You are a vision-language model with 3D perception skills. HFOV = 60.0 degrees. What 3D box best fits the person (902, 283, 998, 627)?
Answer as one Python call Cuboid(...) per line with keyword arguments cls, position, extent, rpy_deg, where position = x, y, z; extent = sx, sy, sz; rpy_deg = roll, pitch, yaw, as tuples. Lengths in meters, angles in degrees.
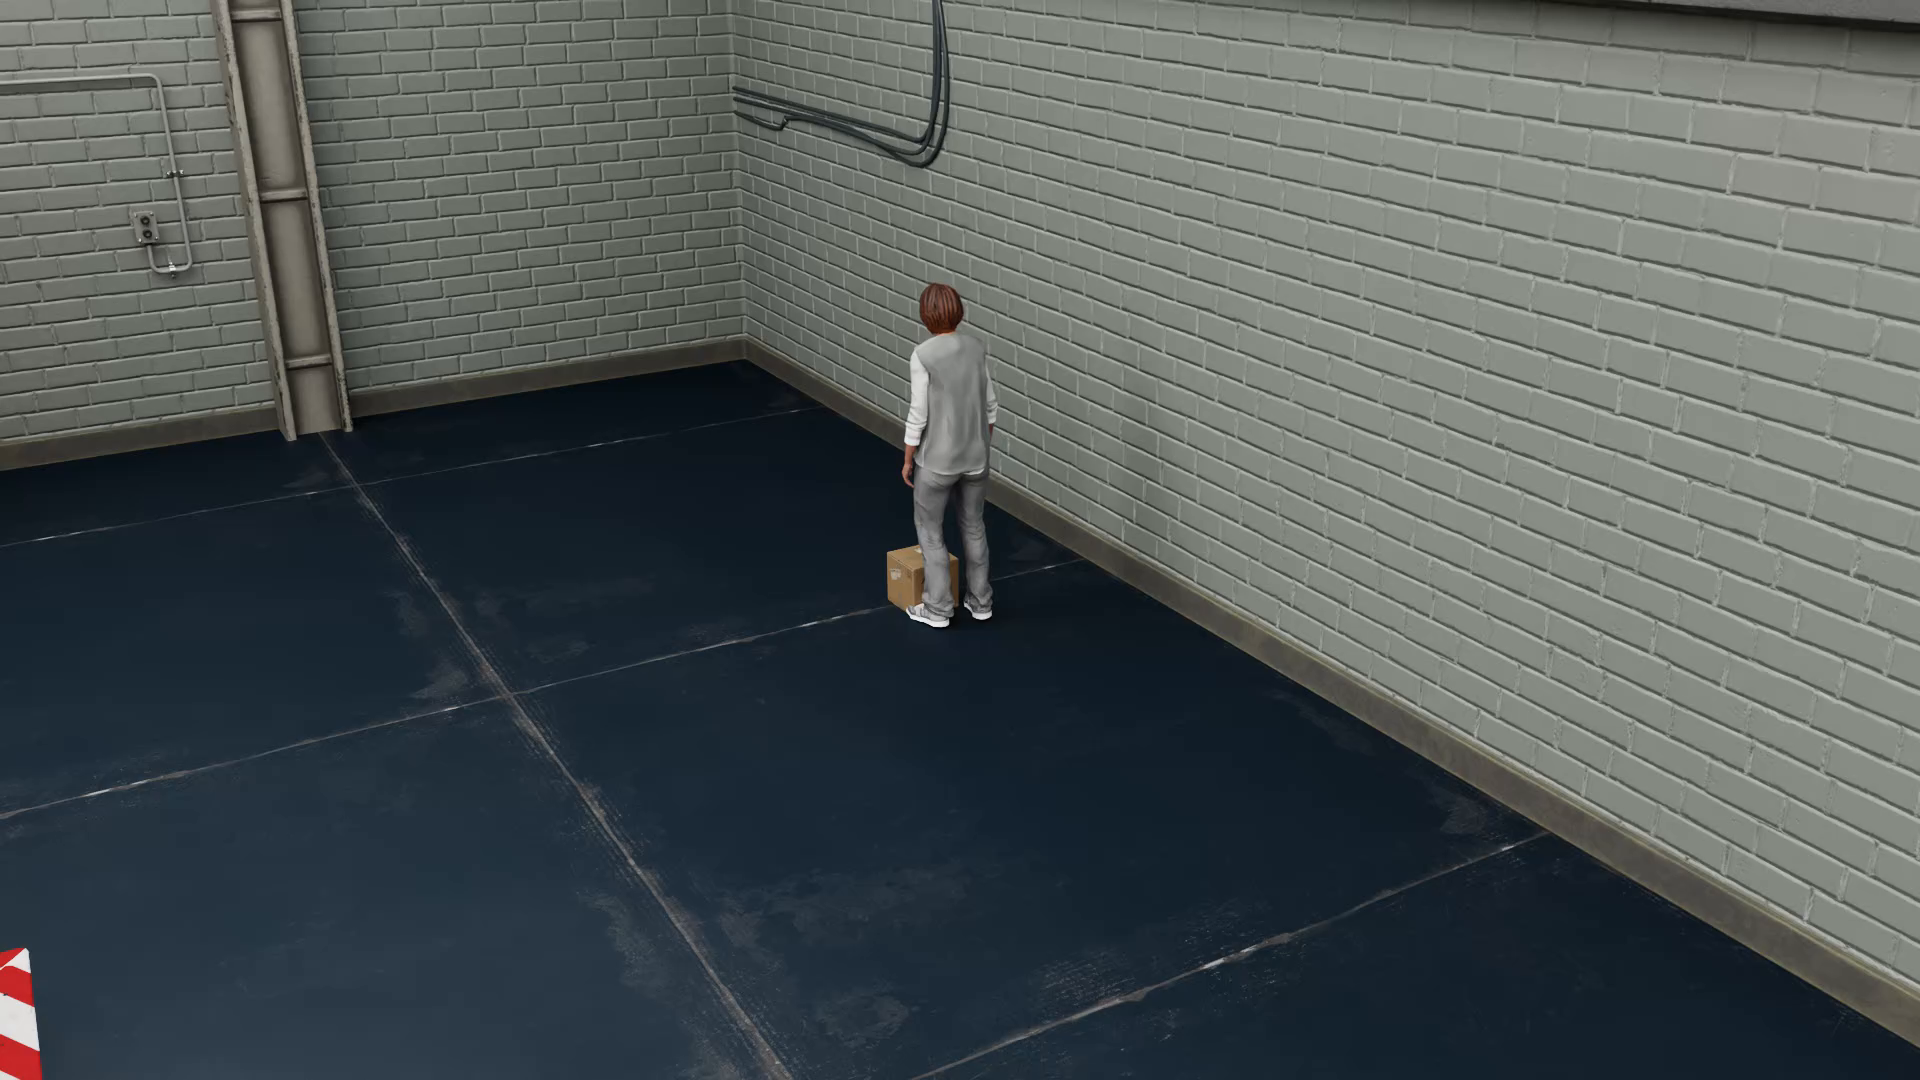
Cuboid(cls="person", position=(-0.050, -0.362, 7.495), extent=(0.463, 1.593, 0.364), rpy_deg=(-13, 25, -28))
